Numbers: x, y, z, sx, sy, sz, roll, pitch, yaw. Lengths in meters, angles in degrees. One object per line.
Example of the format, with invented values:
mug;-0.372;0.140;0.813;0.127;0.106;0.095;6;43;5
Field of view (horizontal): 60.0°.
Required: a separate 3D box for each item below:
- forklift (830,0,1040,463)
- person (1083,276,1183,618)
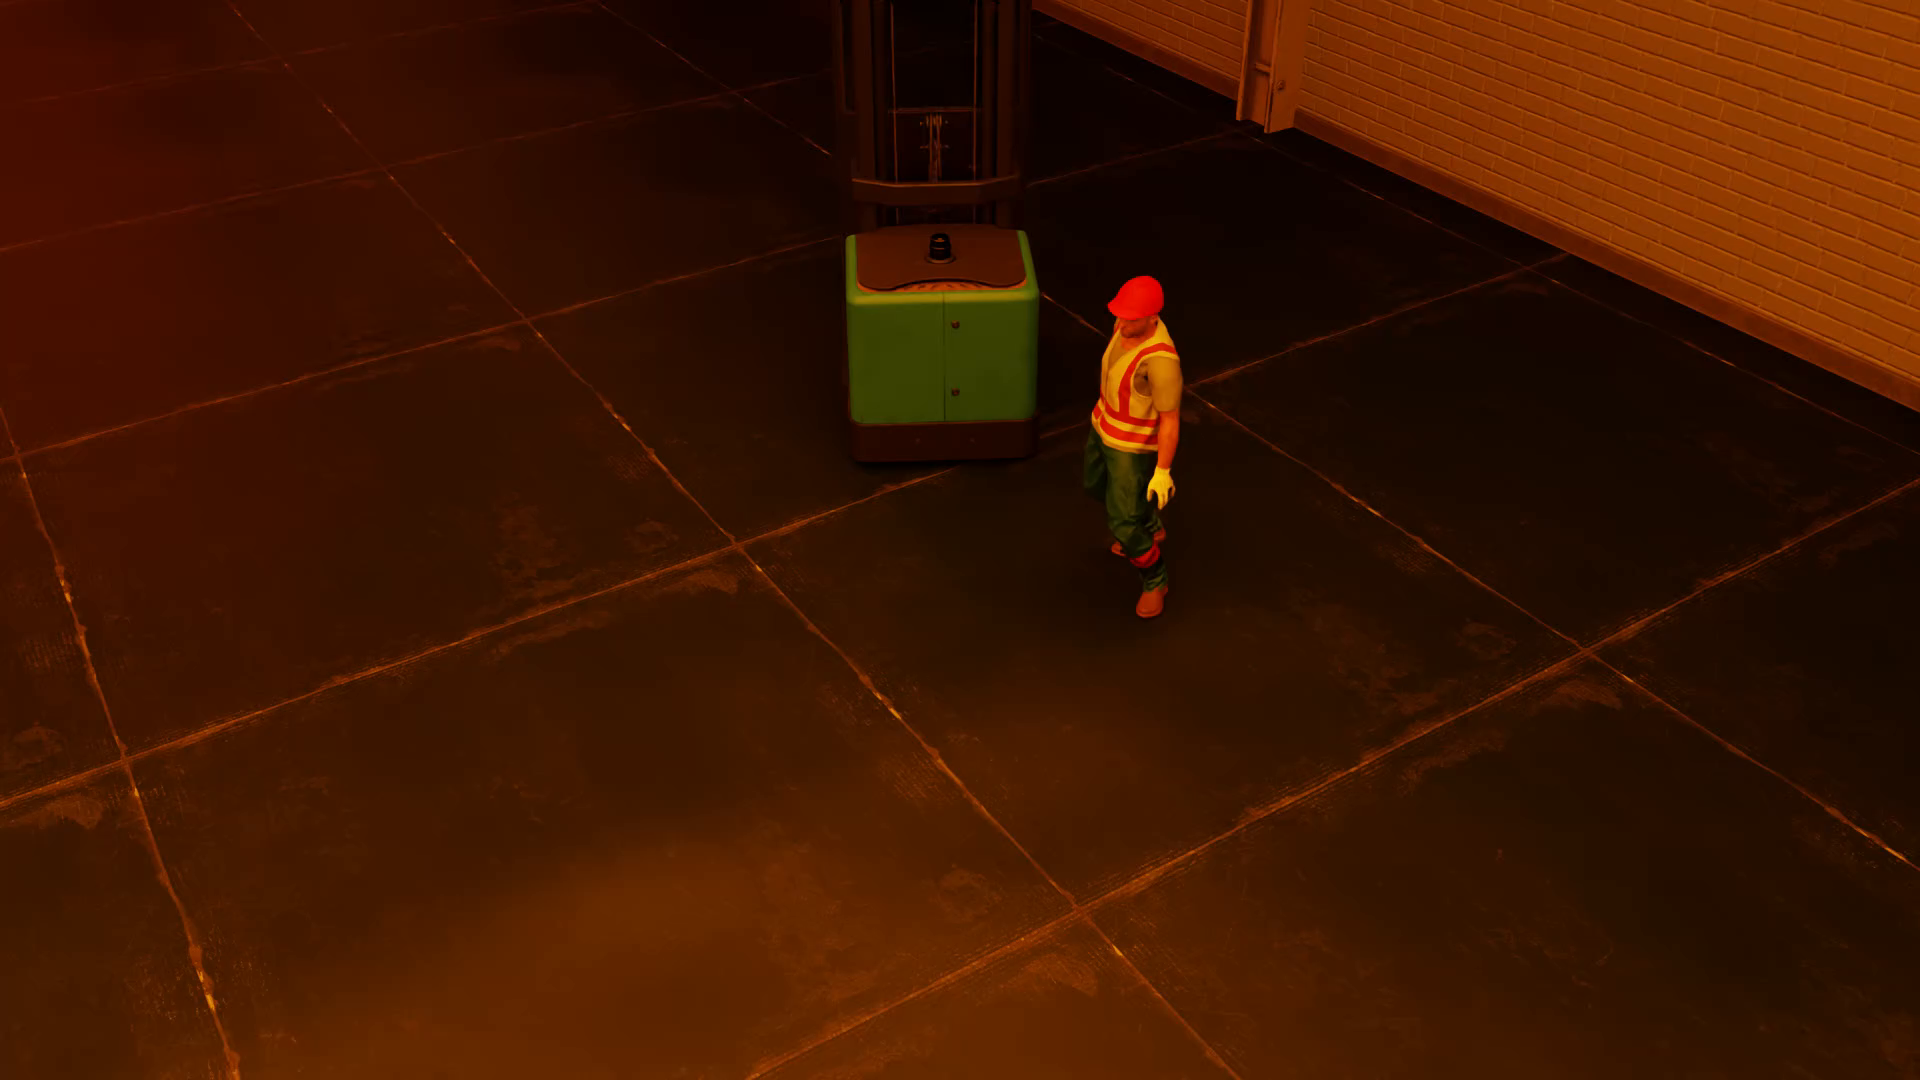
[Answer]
forklift;-0.174;-2.450;9.635;1.130;2.935;3.031;-2;35;-3
person;0.860;-0.555;8.012;0.496;1.697;0.894;-9;36;-12
